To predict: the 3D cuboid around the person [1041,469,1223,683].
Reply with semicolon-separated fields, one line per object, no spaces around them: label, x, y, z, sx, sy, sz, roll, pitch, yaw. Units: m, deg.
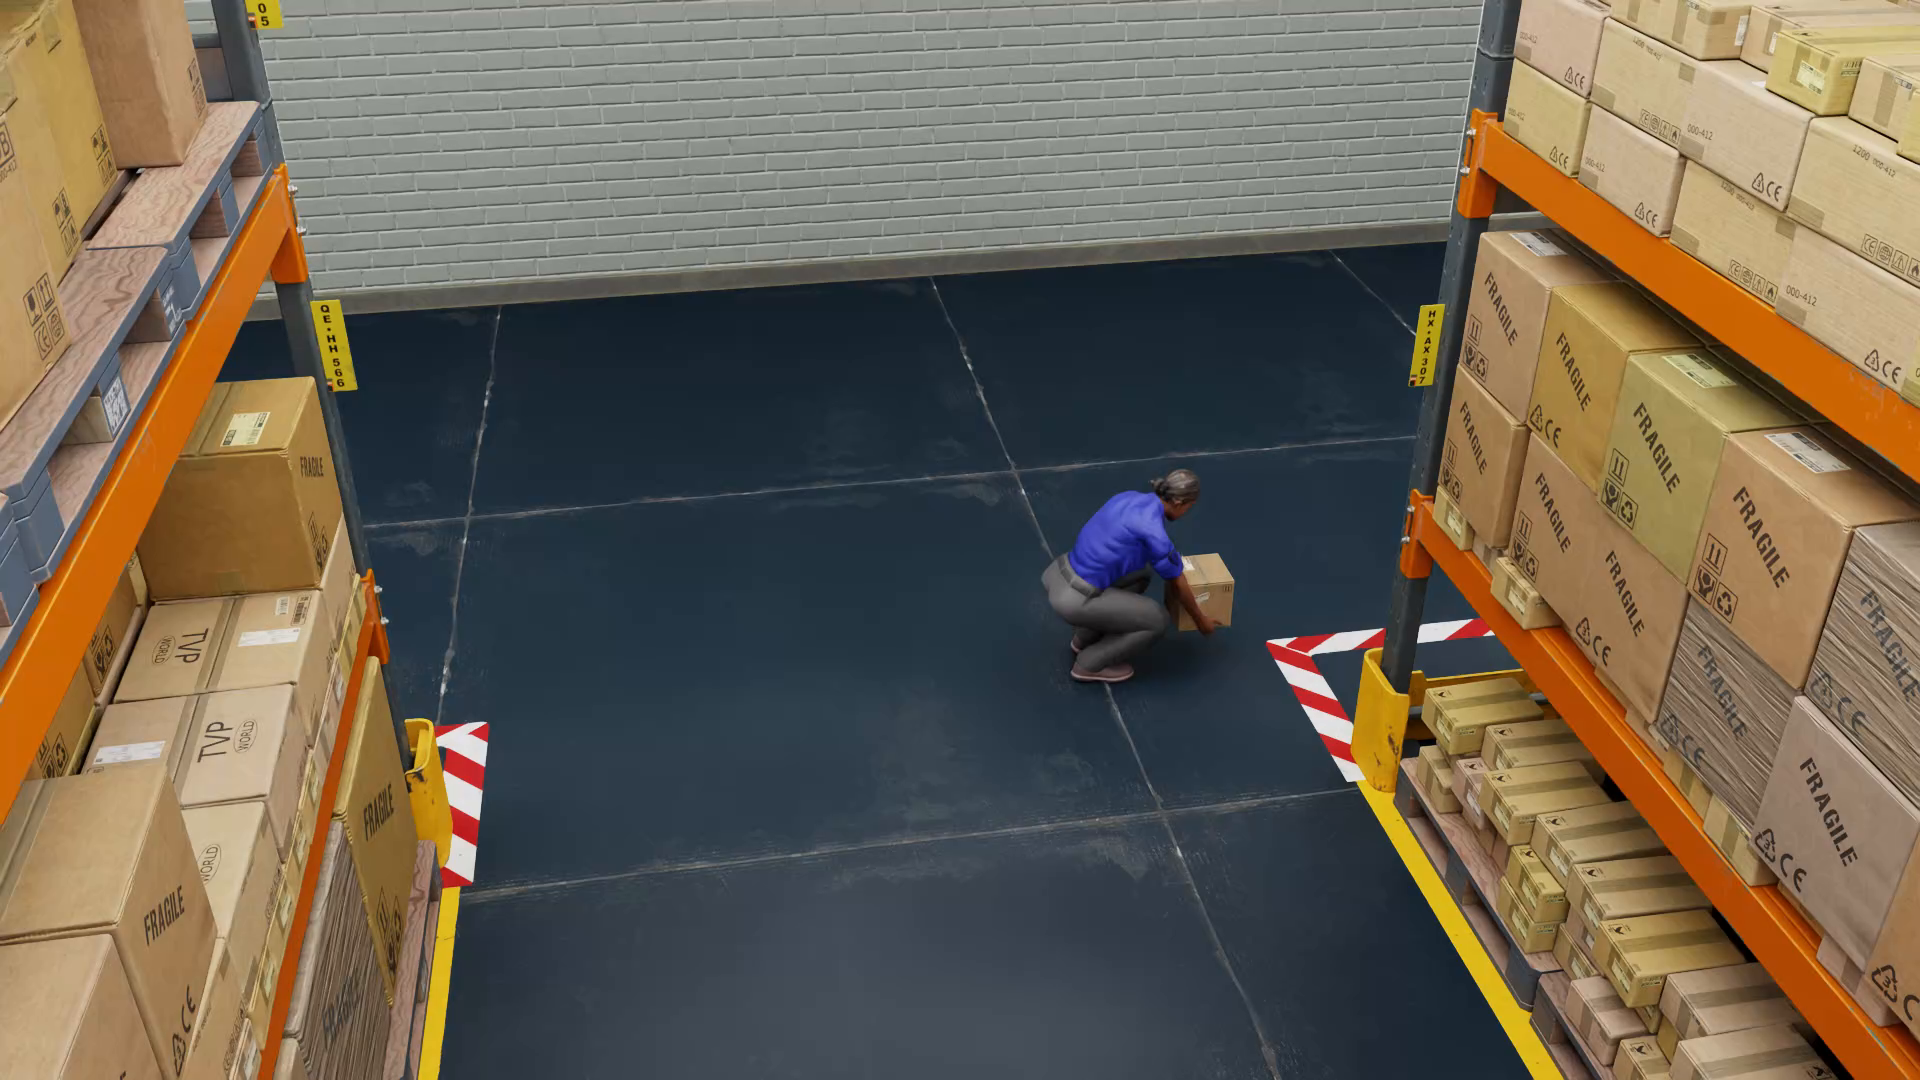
person;0.783;0.151;7.590;0.833;0.951;0.465;-6;31;-10
